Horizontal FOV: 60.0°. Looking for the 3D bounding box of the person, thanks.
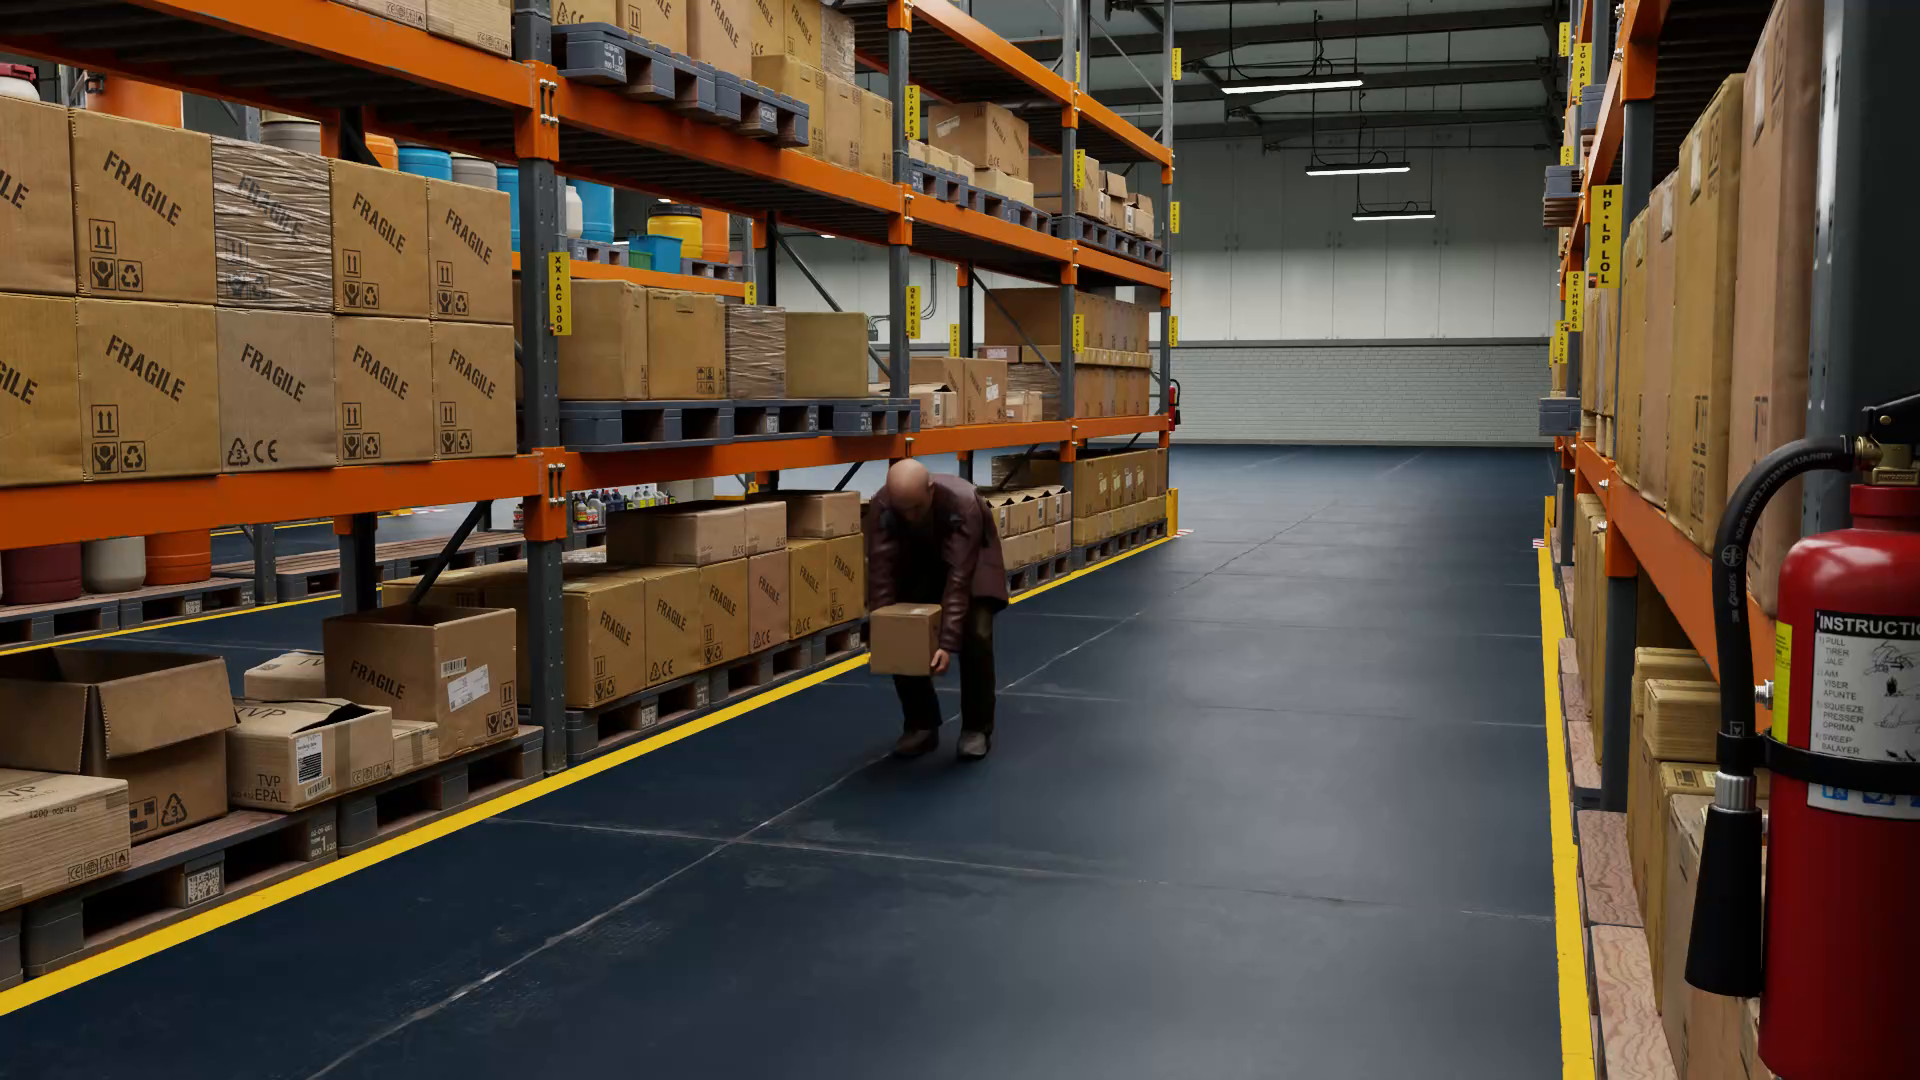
[{"bbox_3d":[-0.089,0.081,7.049,0.540,1.689,0.633,2,5,17],"label":"person"}]
